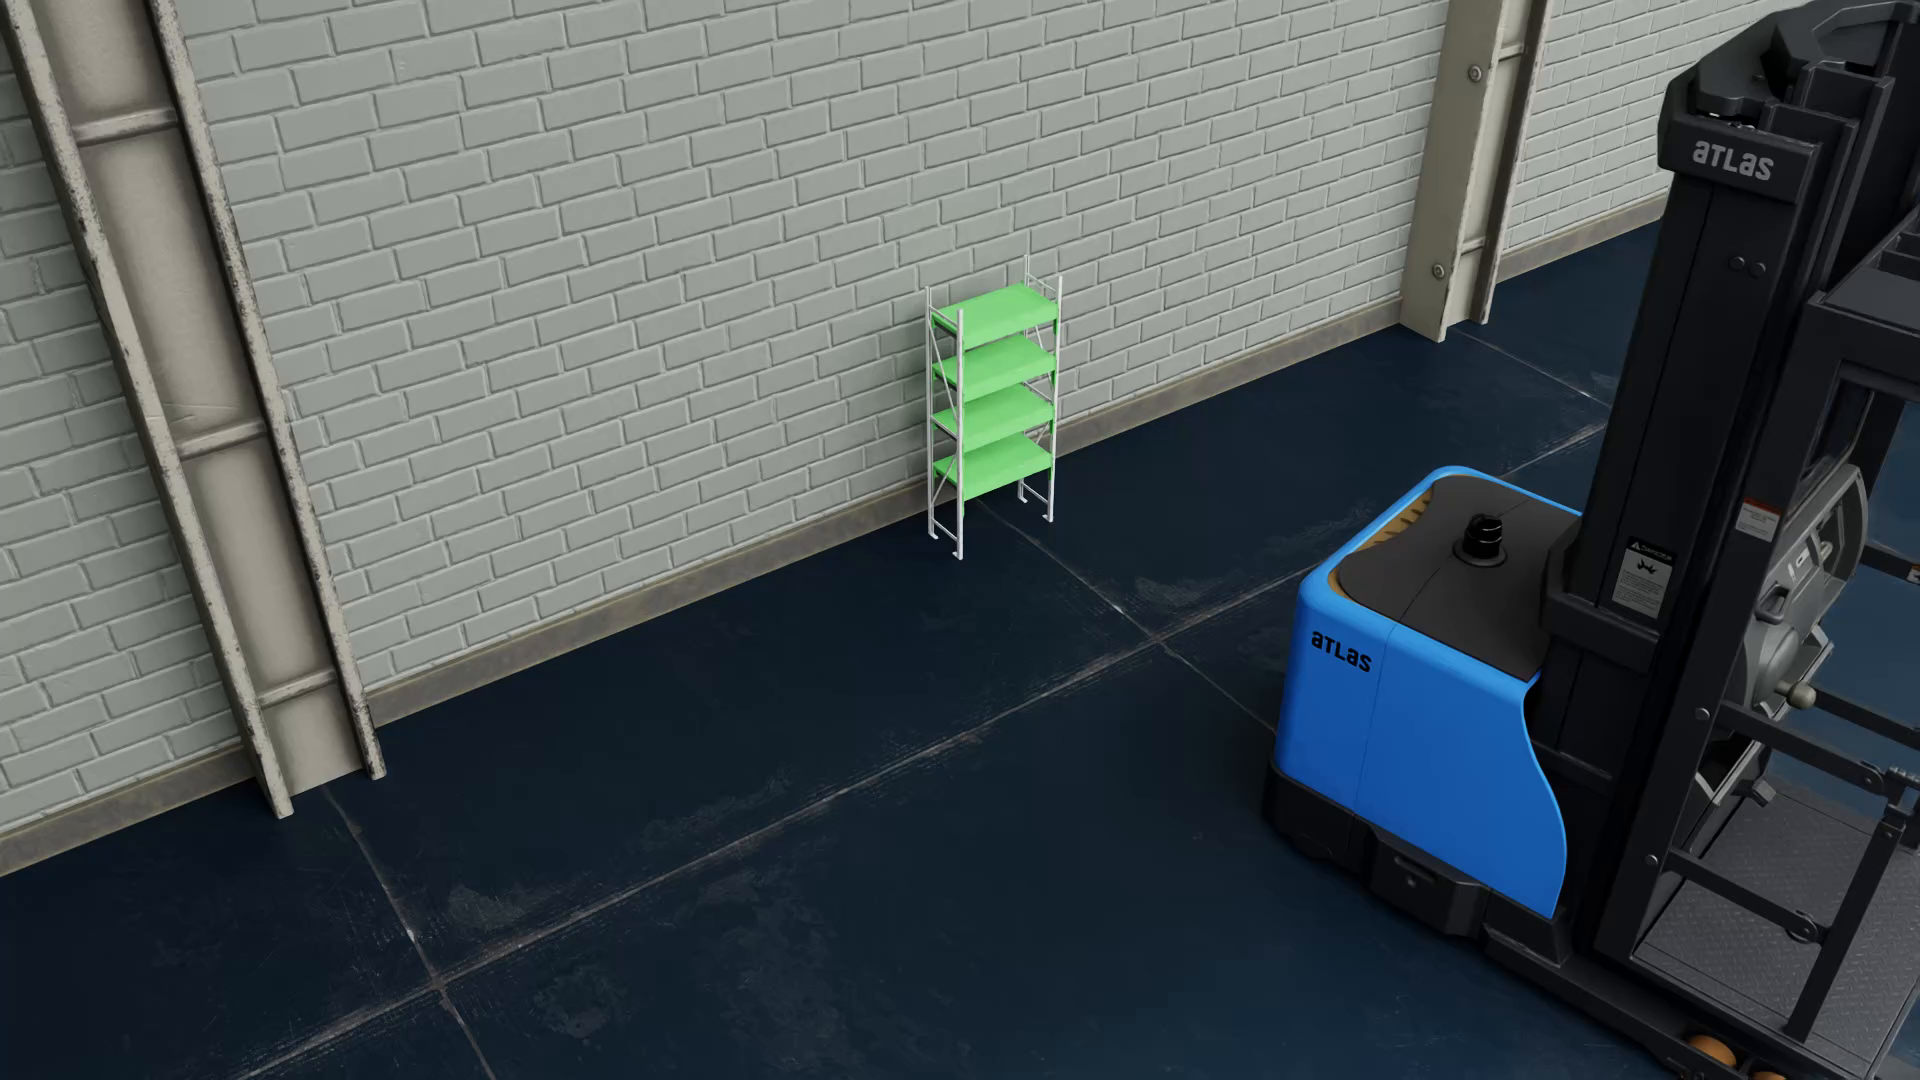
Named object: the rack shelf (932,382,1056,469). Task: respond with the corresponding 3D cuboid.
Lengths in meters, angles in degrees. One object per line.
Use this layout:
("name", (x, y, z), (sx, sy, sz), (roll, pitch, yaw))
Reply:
("rack shelf", (0.135, -0.491, 7.014), (0.480, 0.148, 0.258), (-22, 41, -28))

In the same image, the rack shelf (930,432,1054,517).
("rack shelf", (0.135, -0.296, 7.155), (0.480, 0.148, 0.258), (-22, 41, -28))

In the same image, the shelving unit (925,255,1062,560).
("shelving unit", (0.135, -0.543, 6.977), (0.503, 1.200, 0.258), (-22, 41, -28))

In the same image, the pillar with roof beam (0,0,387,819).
("pillar with roof beam", (0.143, -0.750, 0.586), (0.400, 9.000, 9.100), (-22, 41, -28))

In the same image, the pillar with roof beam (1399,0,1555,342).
("pillar with roof beam", (5.048, -2.768, 3.392), (0.400, 9.000, 9.100), (-22, 41, -28))

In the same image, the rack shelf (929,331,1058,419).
("rack shelf", (0.135, -0.686, 6.874), (0.480, 0.148, 0.258), (-22, 41, -28))

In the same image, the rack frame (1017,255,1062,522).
("rack frame", (0.335, -0.625, 7.091), (0.015, 1.200, 0.240), (-22, 41, -28))

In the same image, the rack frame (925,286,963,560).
("rack frame", (-0.064, -0.461, 6.863), (0.015, 1.200, 0.240), (-22, 41, -28))

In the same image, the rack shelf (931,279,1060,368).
("rack shelf", (0.135, -0.881, 6.734), (0.480, 0.148, 0.258), (-22, 41, -28))

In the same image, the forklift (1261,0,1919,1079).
("forklift", (2.488, 0.182, 4.487), (3.031, 2.935, 1.130), (28, 44, 33))
